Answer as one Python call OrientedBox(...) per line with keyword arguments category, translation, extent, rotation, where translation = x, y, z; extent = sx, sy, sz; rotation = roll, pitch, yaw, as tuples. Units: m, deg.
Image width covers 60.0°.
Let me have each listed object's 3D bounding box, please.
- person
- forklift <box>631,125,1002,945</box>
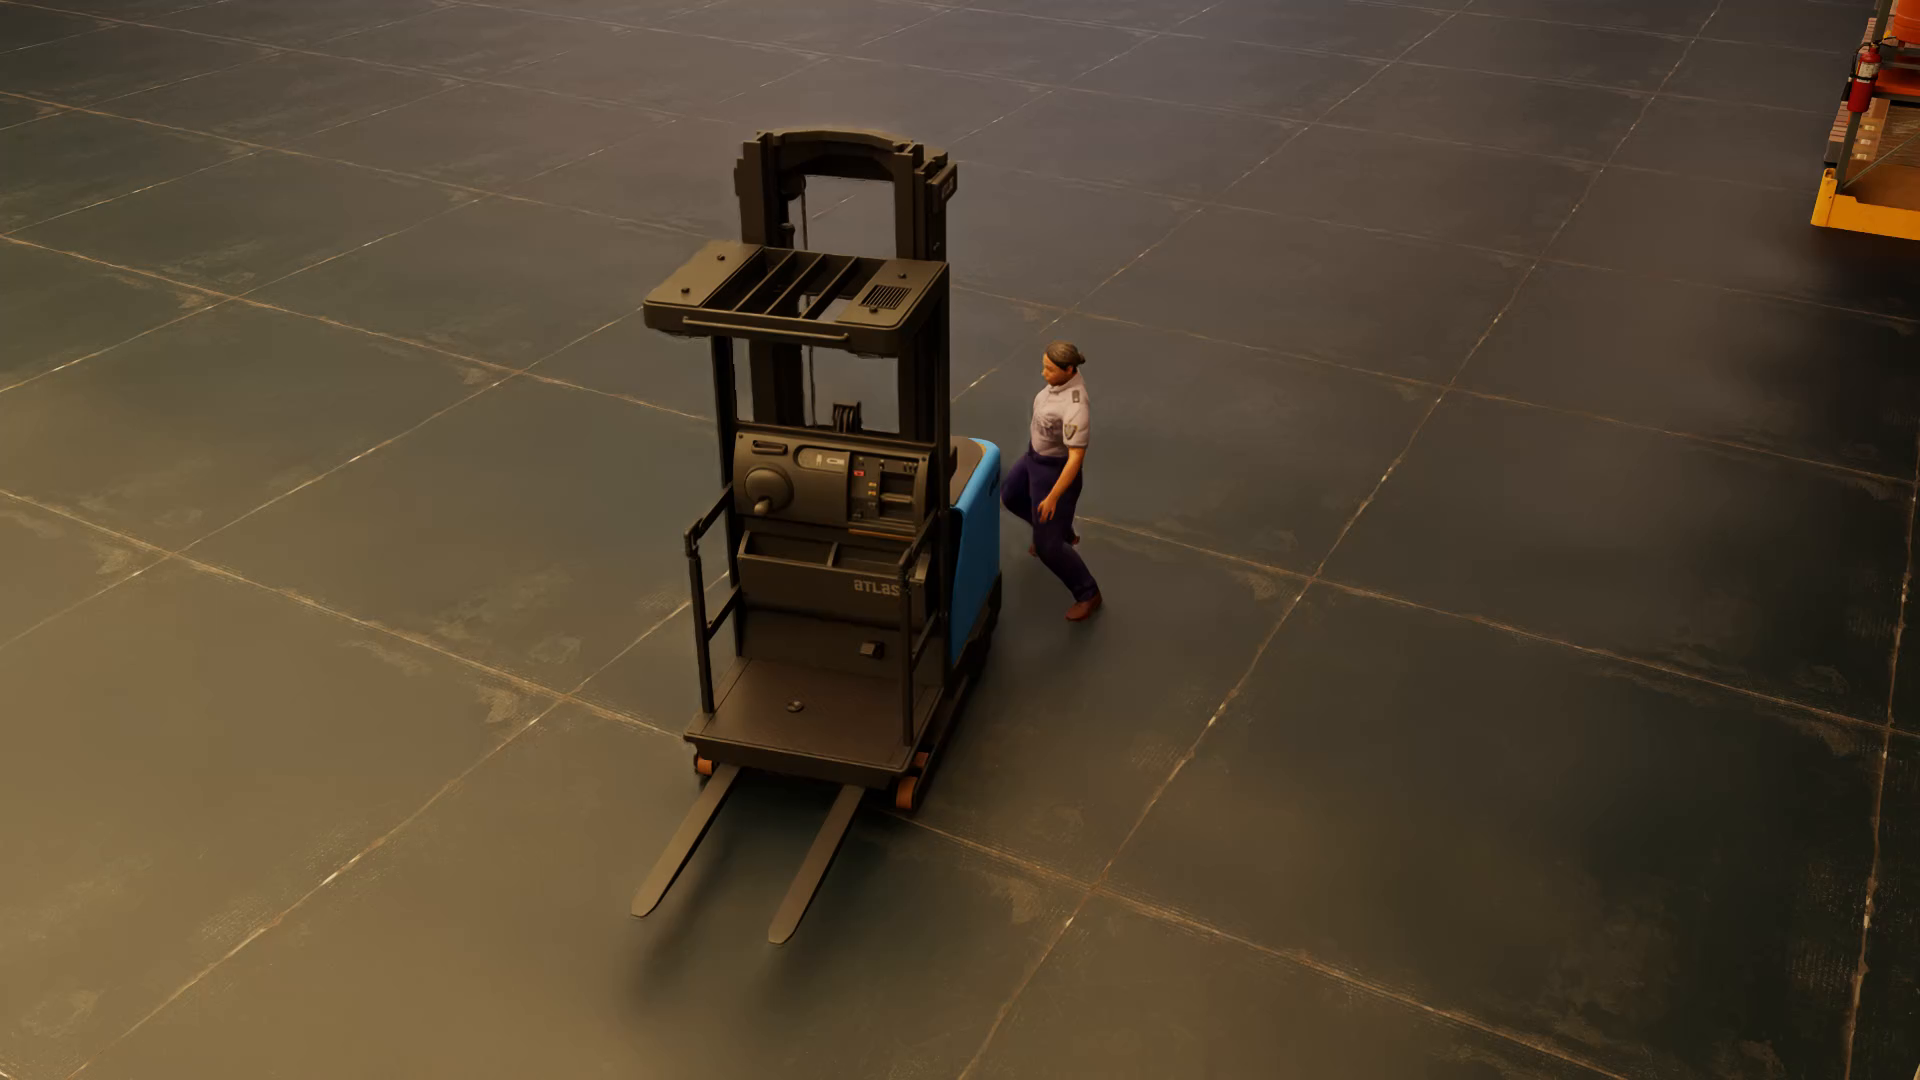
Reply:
OrientedBox(category="person", translation=(0.517, -0.398, 9.177), extent=(0.545, 1.547, 0.850), rotation=(-2, 30, -3))
OrientedBox(category="forklift", translation=(-0.647, -0.216, 7.444), extent=(1.130, 2.935, 3.031), rotation=(8, 31, 13))
